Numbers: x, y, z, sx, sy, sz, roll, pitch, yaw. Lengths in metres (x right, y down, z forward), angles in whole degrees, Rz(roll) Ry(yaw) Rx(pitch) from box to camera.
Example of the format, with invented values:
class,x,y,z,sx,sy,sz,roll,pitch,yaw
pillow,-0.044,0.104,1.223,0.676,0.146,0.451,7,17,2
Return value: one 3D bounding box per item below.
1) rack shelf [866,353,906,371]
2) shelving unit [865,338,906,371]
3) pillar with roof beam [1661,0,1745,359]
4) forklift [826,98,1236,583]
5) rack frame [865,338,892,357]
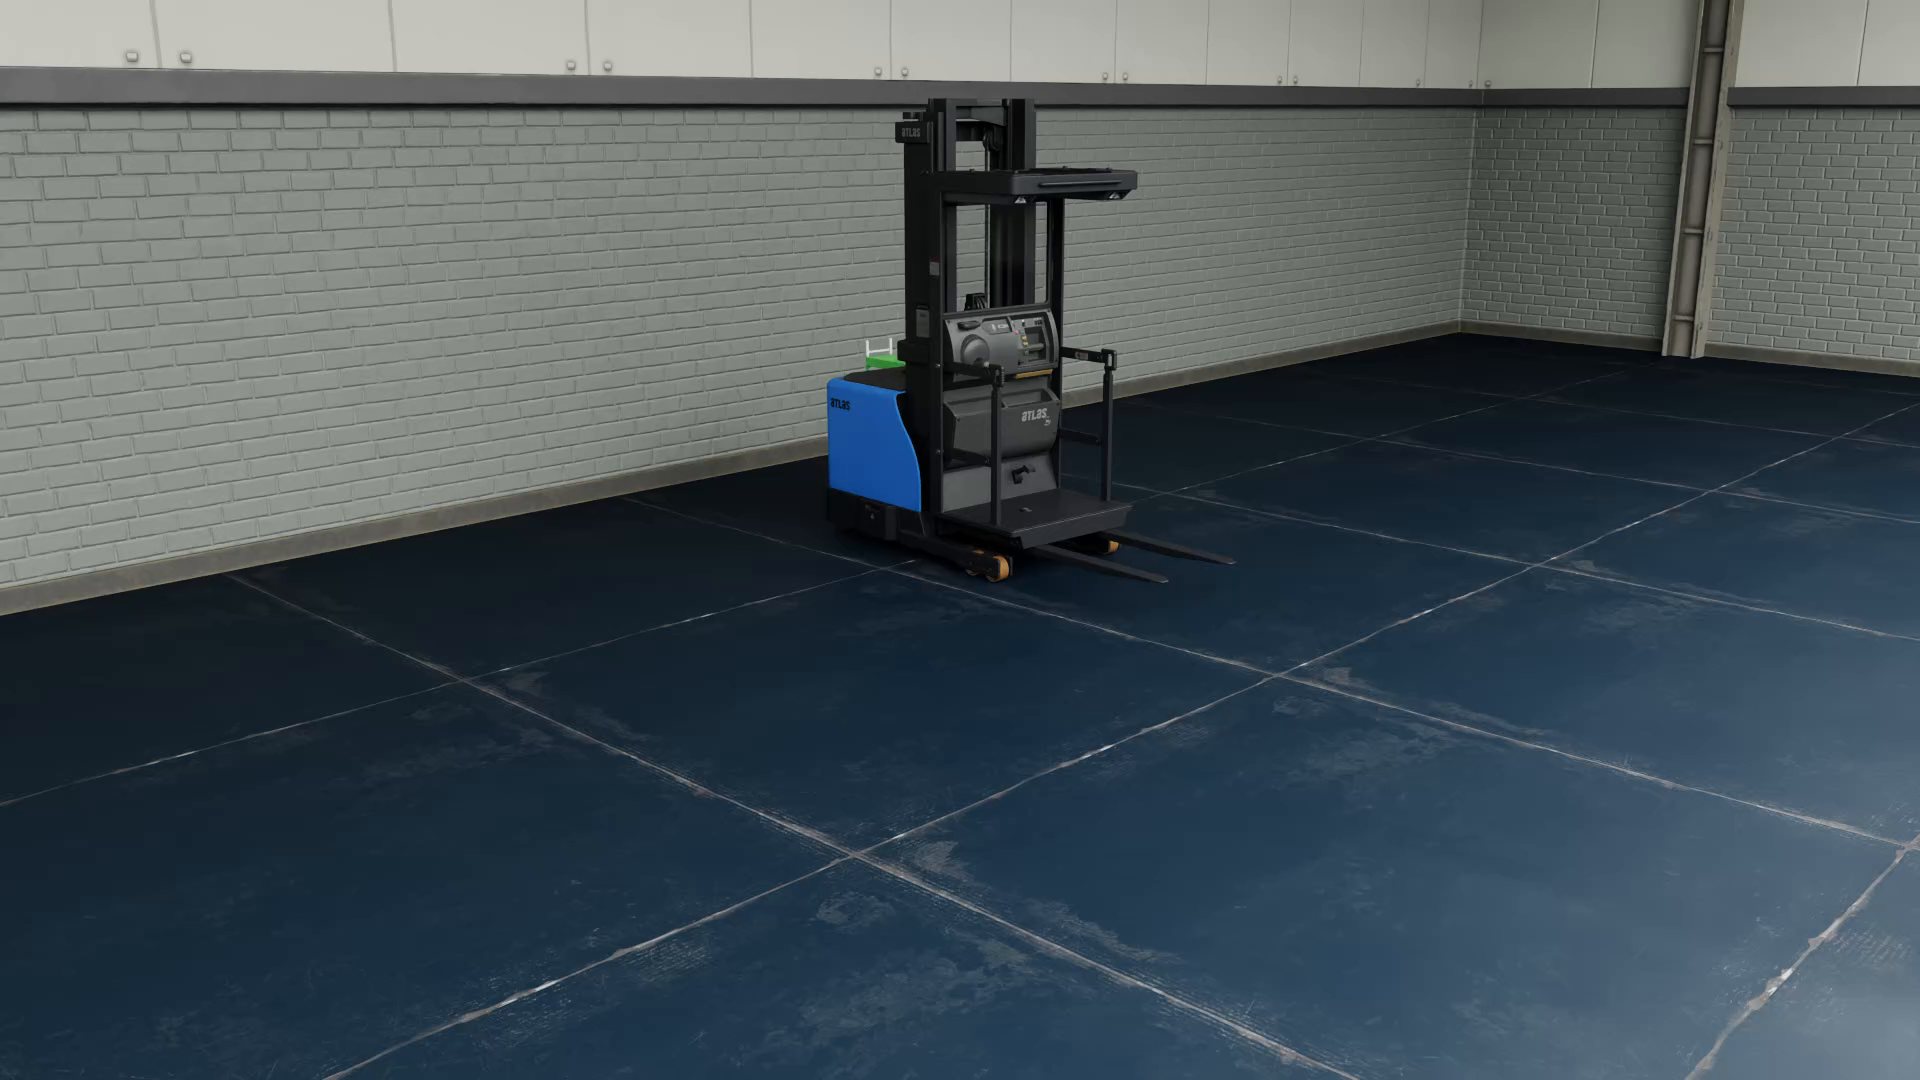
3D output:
class,x,y,z,sx,sy,sz,roll,pitch,yaw
rack shelf,-0.450,-1.273,12.286,0.258,0.148,0.480,-12,19,-39
shelving unit,-0.450,-0.870,12.391,0.258,1.200,0.503,-12,19,-39
pillar with roof beam,5.664,-5.781,15.771,0.400,9.000,9.100,14,20,42
forklift,0.417,-1.299,10.606,1.130,2.935,3.031,-13,19,-40
rack frame,-0.607,-0.917,12.572,0.240,1.200,0.015,-12,19,-39
